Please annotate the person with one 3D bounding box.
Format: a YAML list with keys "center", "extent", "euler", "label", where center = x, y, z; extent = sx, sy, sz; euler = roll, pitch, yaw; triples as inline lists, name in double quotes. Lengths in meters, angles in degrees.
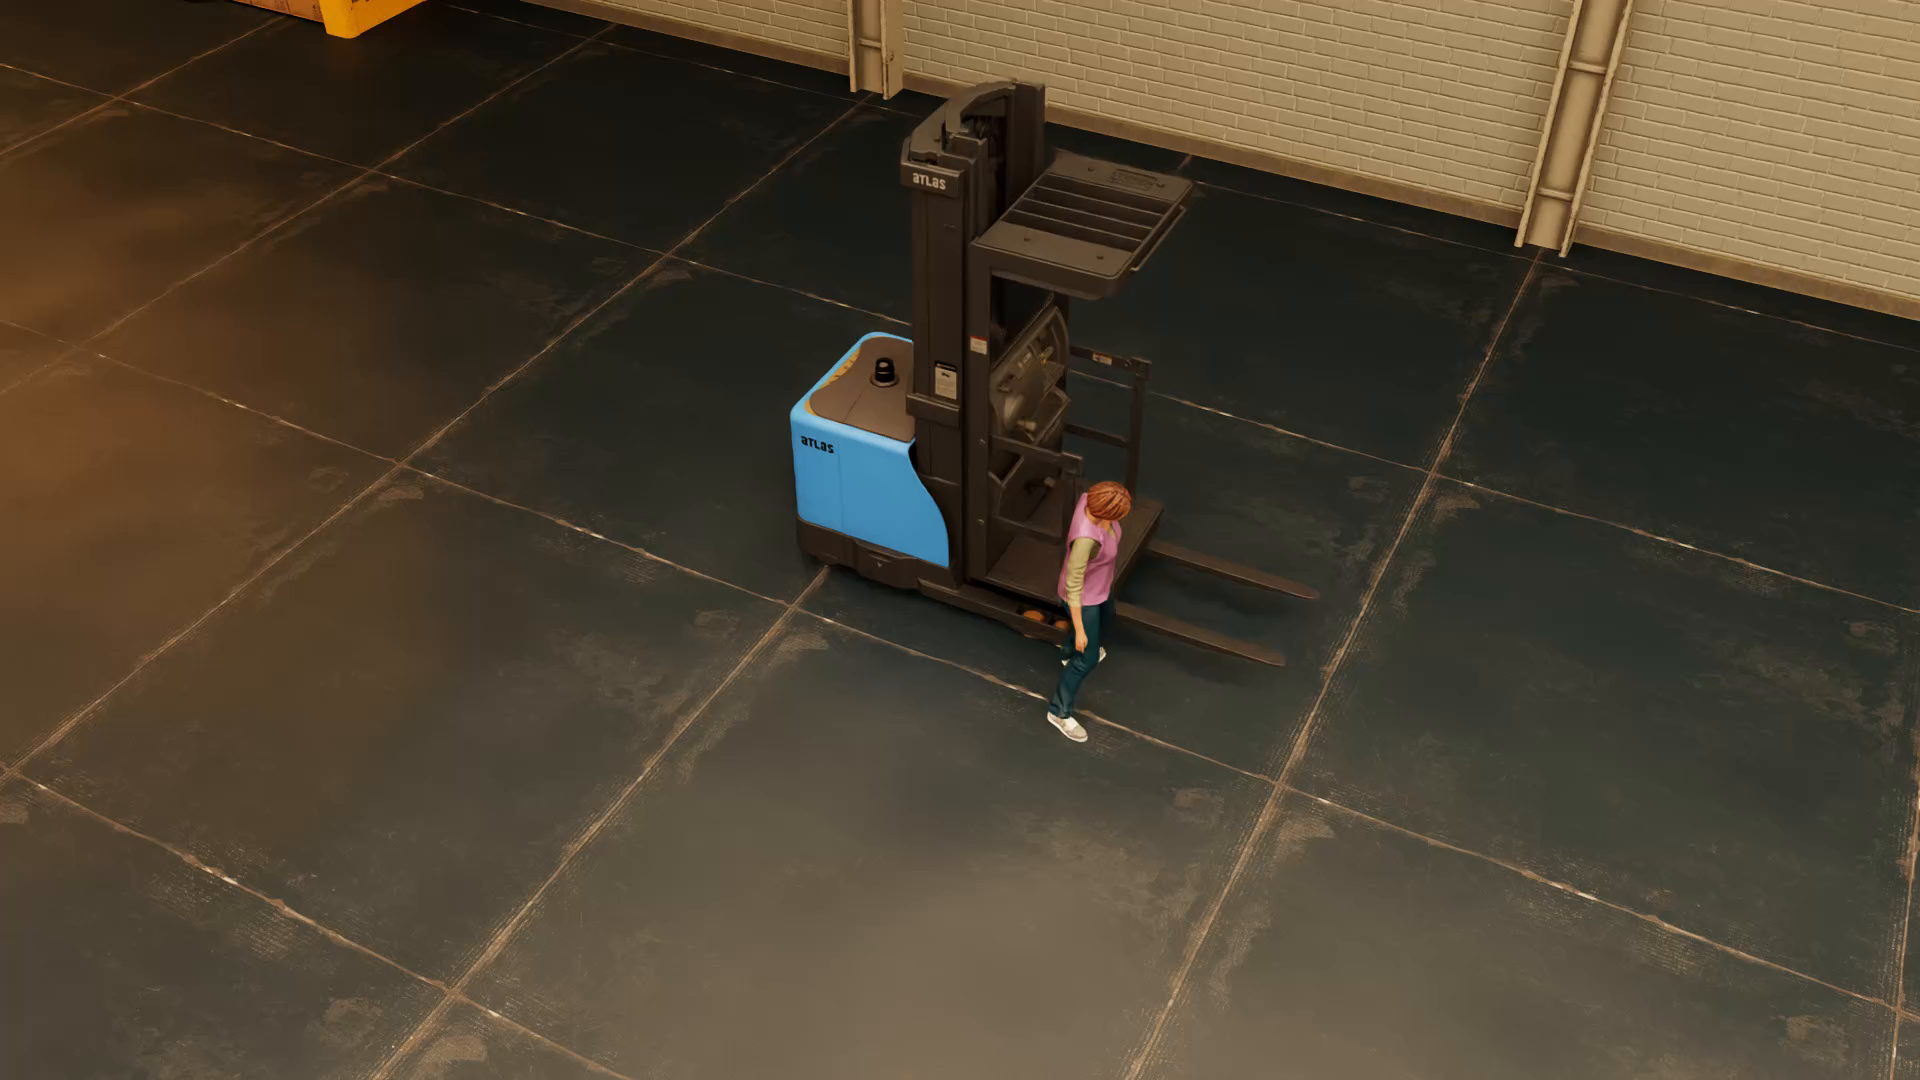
- center: [0.689, 0.276, 8.751]
  extent: [0.360, 1.557, 0.782]
  euler: [9, 41, 10]
  label: "person"

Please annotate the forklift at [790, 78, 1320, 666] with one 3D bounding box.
- center: [0.565, -0.889, 9.042]
  extent: [3.031, 2.935, 1.130]
  euler: [18, 43, 20]
  label: "forklift"
